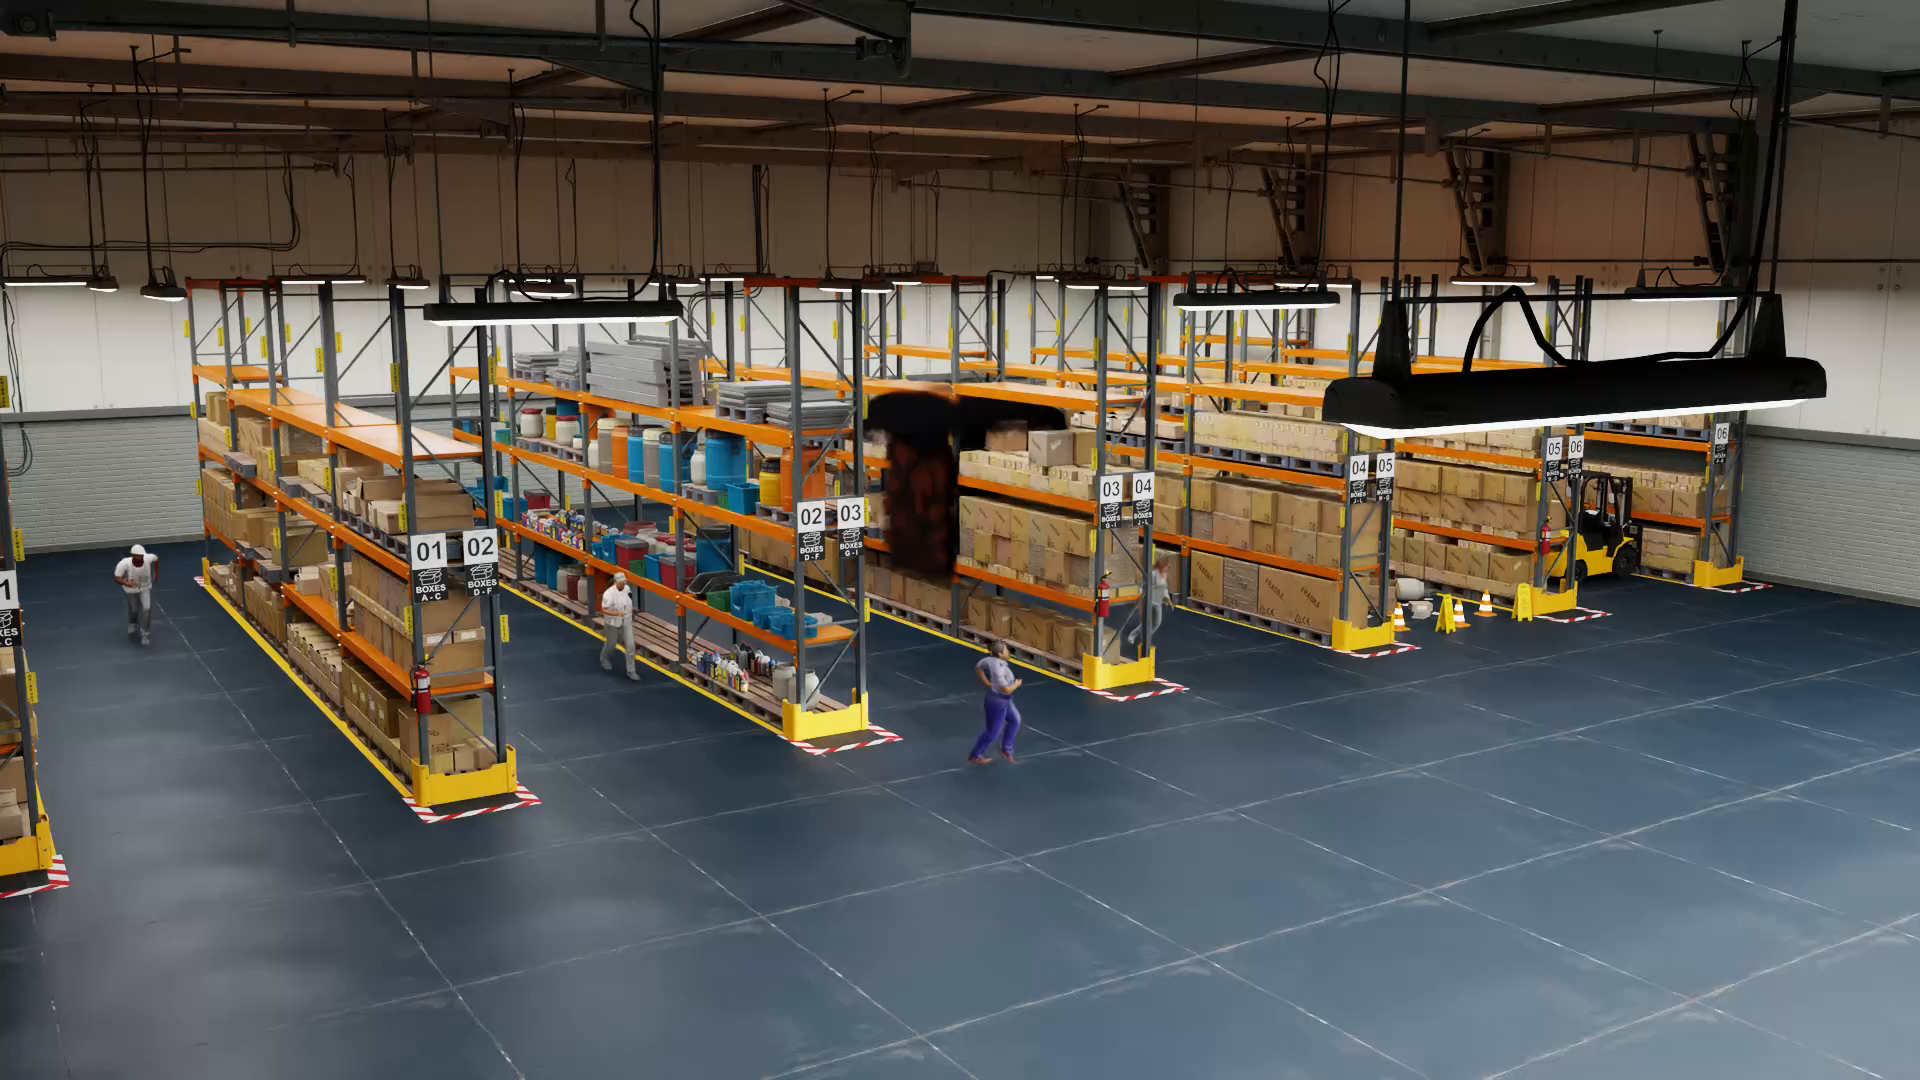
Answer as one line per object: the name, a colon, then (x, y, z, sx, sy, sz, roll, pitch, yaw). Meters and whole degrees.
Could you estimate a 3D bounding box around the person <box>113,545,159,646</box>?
person: (-13.800, 0.879, 27.881, 0.736, 1.716, 1.045, -7, 12, -38)

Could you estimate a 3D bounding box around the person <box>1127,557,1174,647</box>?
person: (3.111, 1.030, 27.224, 0.669, 1.526, 0.575, -9, 13, -44)

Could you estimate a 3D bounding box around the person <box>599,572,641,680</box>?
person: (-5.250, 1.275, 25.418, 0.561, 1.640, 0.979, -6, 11, -33)

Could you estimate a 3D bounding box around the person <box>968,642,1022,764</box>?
person: (0.443, 2.085, 20.820, 0.671, 1.684, 0.611, 0, 10, -1)
